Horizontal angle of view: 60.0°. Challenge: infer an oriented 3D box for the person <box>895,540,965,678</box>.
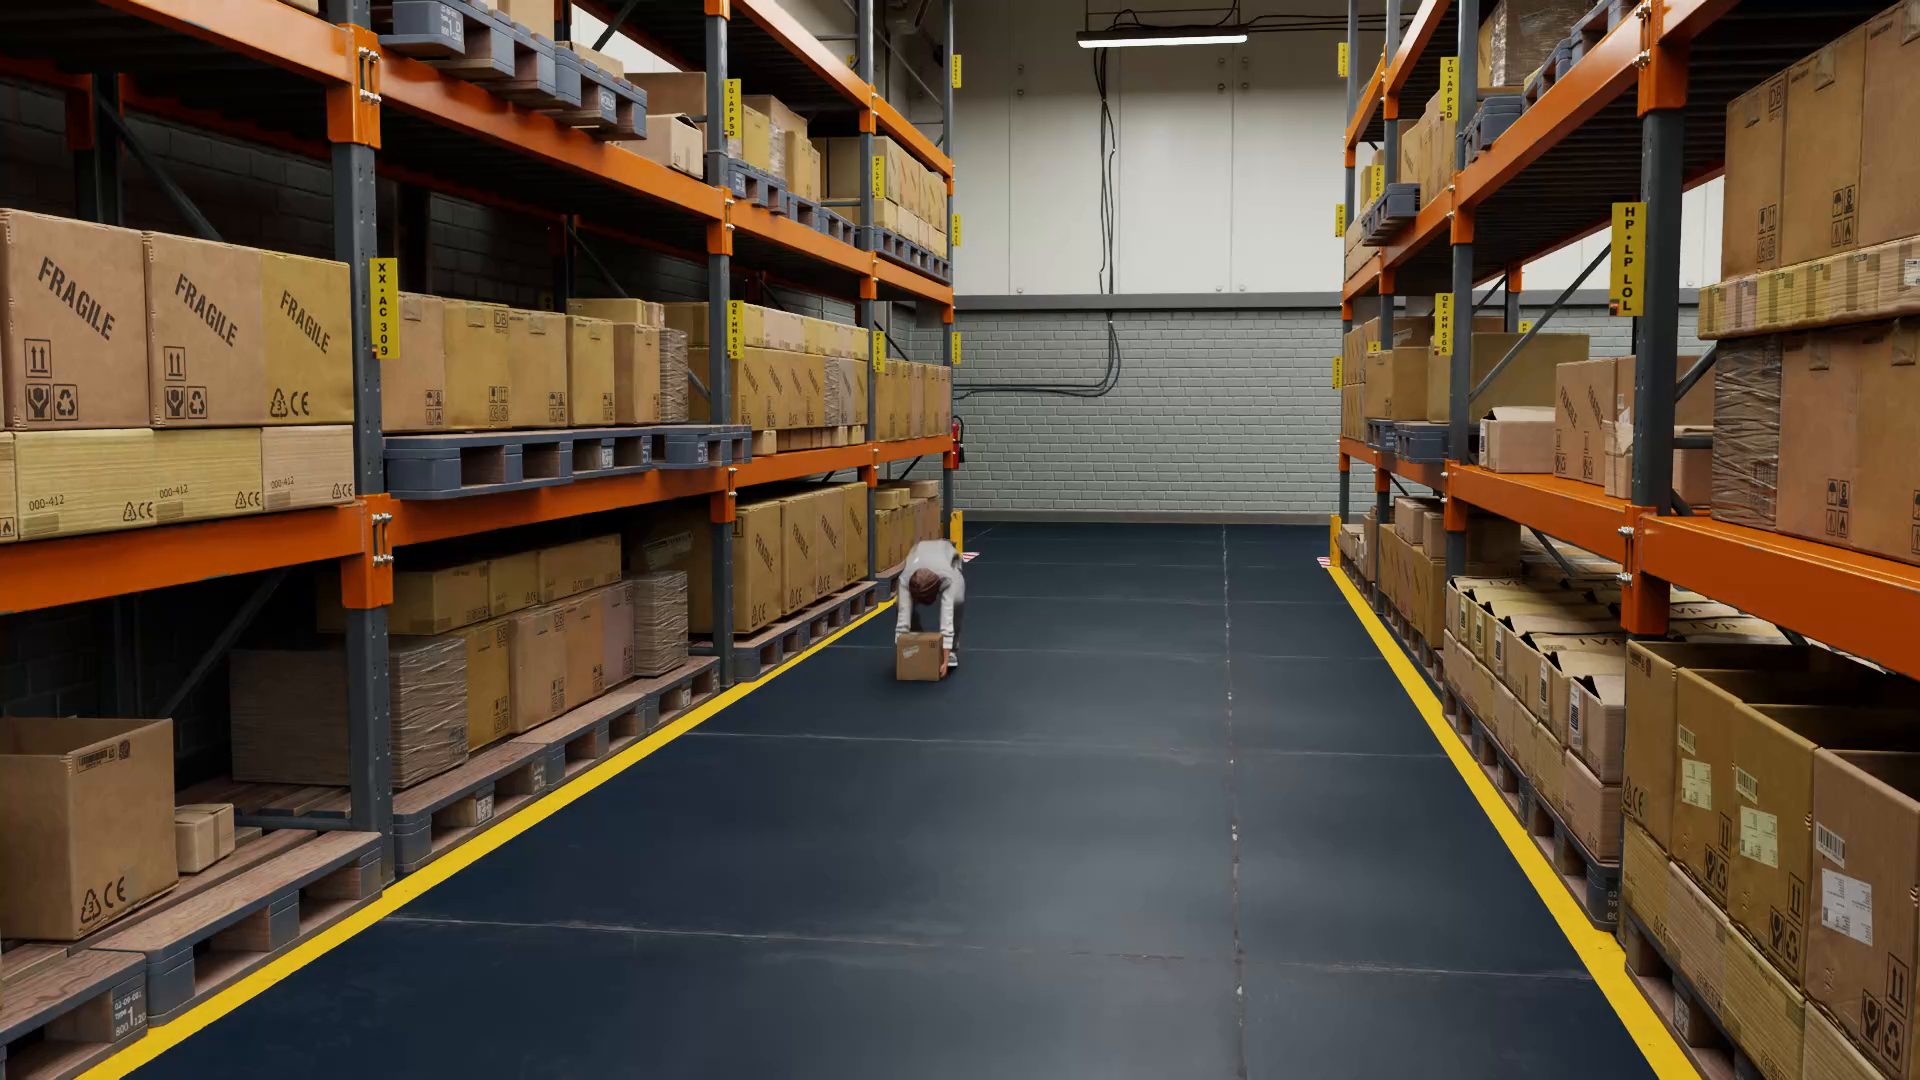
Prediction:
[{"bbox_3d":[-0.183,0.412,10.189,0.424,0.798,0.867,1,5,6],"label":"person"}]
